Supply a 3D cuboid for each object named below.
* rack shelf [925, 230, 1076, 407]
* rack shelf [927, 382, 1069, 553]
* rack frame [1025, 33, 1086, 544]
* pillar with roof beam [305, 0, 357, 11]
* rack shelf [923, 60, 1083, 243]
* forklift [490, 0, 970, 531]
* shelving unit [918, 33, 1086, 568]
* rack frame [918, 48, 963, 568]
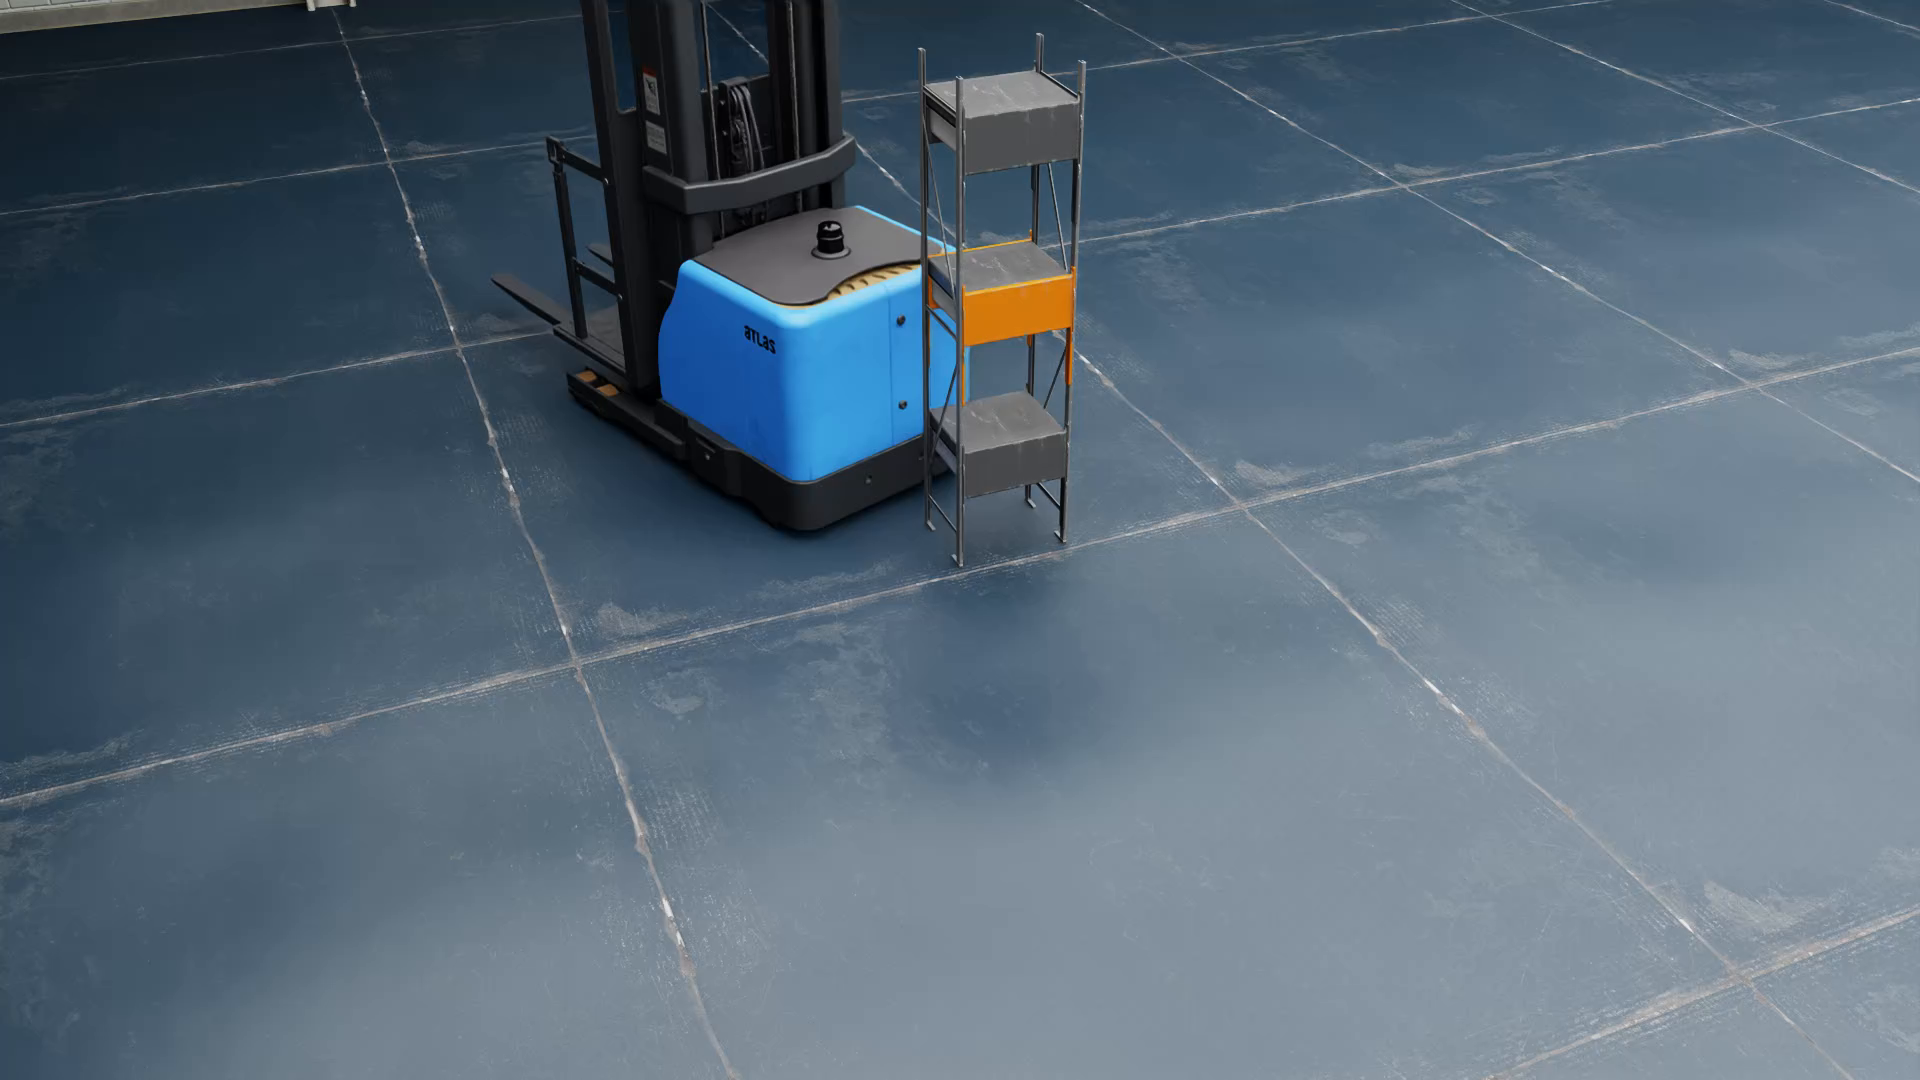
[{"bbox_3d":[0.153,-0.904,6.738,0.480,0.518,0.431,-13,35,-19],"label":"rack shelf"},{"bbox_3d":[0.153,-0.317,7.120,0.480,0.518,0.431,-13,35,-19],"label":"rack shelf"},{"bbox_3d":[0.378,-0.967,6.810,0.015,2.100,0.400,-13,35,-19],"label":"rack frame"},{"bbox_3d":[-3.772,-6.241,8.590,0.400,9.000,9.100,-13,35,-19],"label":"pillar with roof beam"},{"bbox_3d":[0.153,-1.490,6.357,0.480,0.518,0.431,-13,35,-19],"label":"rack shelf"},{"bbox_3d":[-1.299,-1.989,7.619,1.130,2.935,3.031,-26,41,-34],"label":"forklift"},{"bbox_3d":[0.153,-0.915,6.731,0.503,2.100,0.431,-13,35,-19],"label":"shelving unit"},{"bbox_3d":[-0.072,-0.864,6.652,0.015,2.100,0.400,-13,35,-19],"label":"rack frame"}]
